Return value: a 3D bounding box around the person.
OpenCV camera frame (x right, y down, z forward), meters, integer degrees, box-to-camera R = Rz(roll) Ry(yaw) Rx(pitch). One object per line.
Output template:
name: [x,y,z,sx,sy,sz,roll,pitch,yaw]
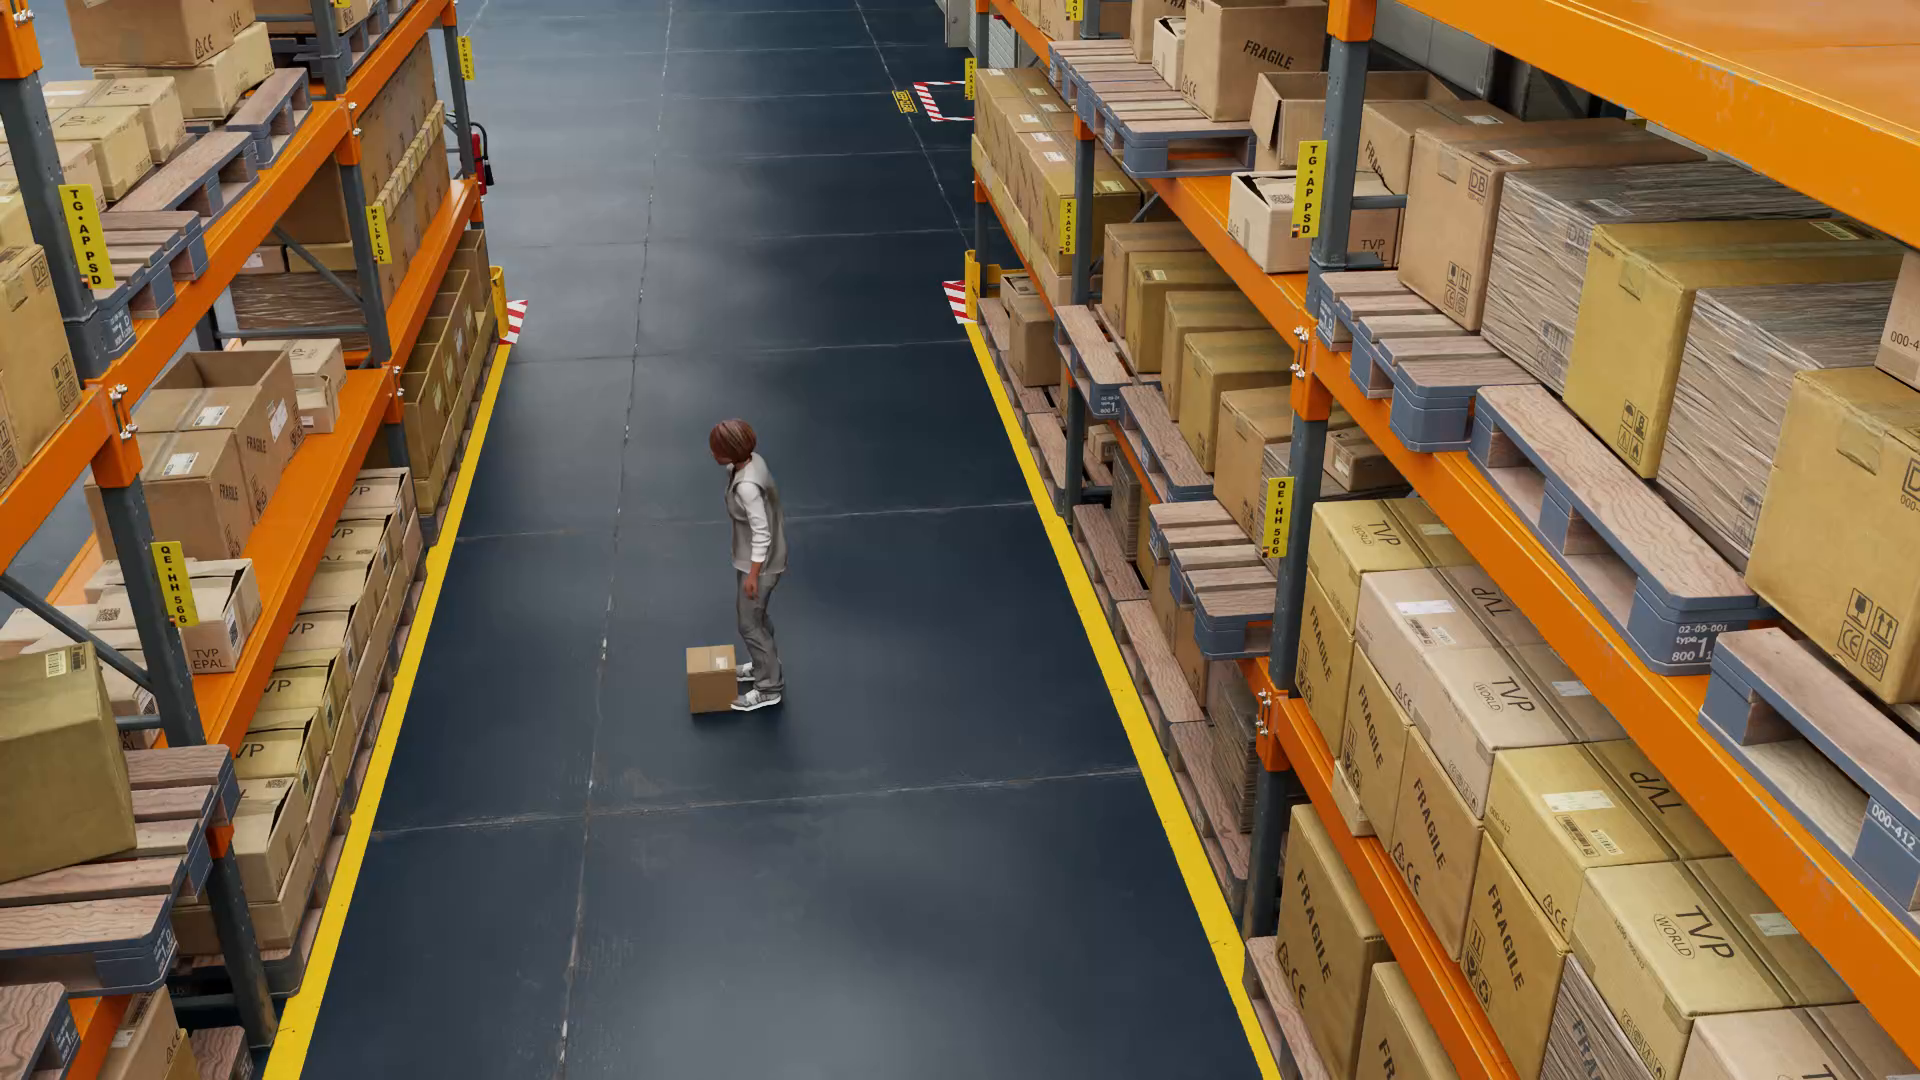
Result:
person: [-1.050,0.111,8.419,0.345,1.592,0.477,-5,28,-10]
